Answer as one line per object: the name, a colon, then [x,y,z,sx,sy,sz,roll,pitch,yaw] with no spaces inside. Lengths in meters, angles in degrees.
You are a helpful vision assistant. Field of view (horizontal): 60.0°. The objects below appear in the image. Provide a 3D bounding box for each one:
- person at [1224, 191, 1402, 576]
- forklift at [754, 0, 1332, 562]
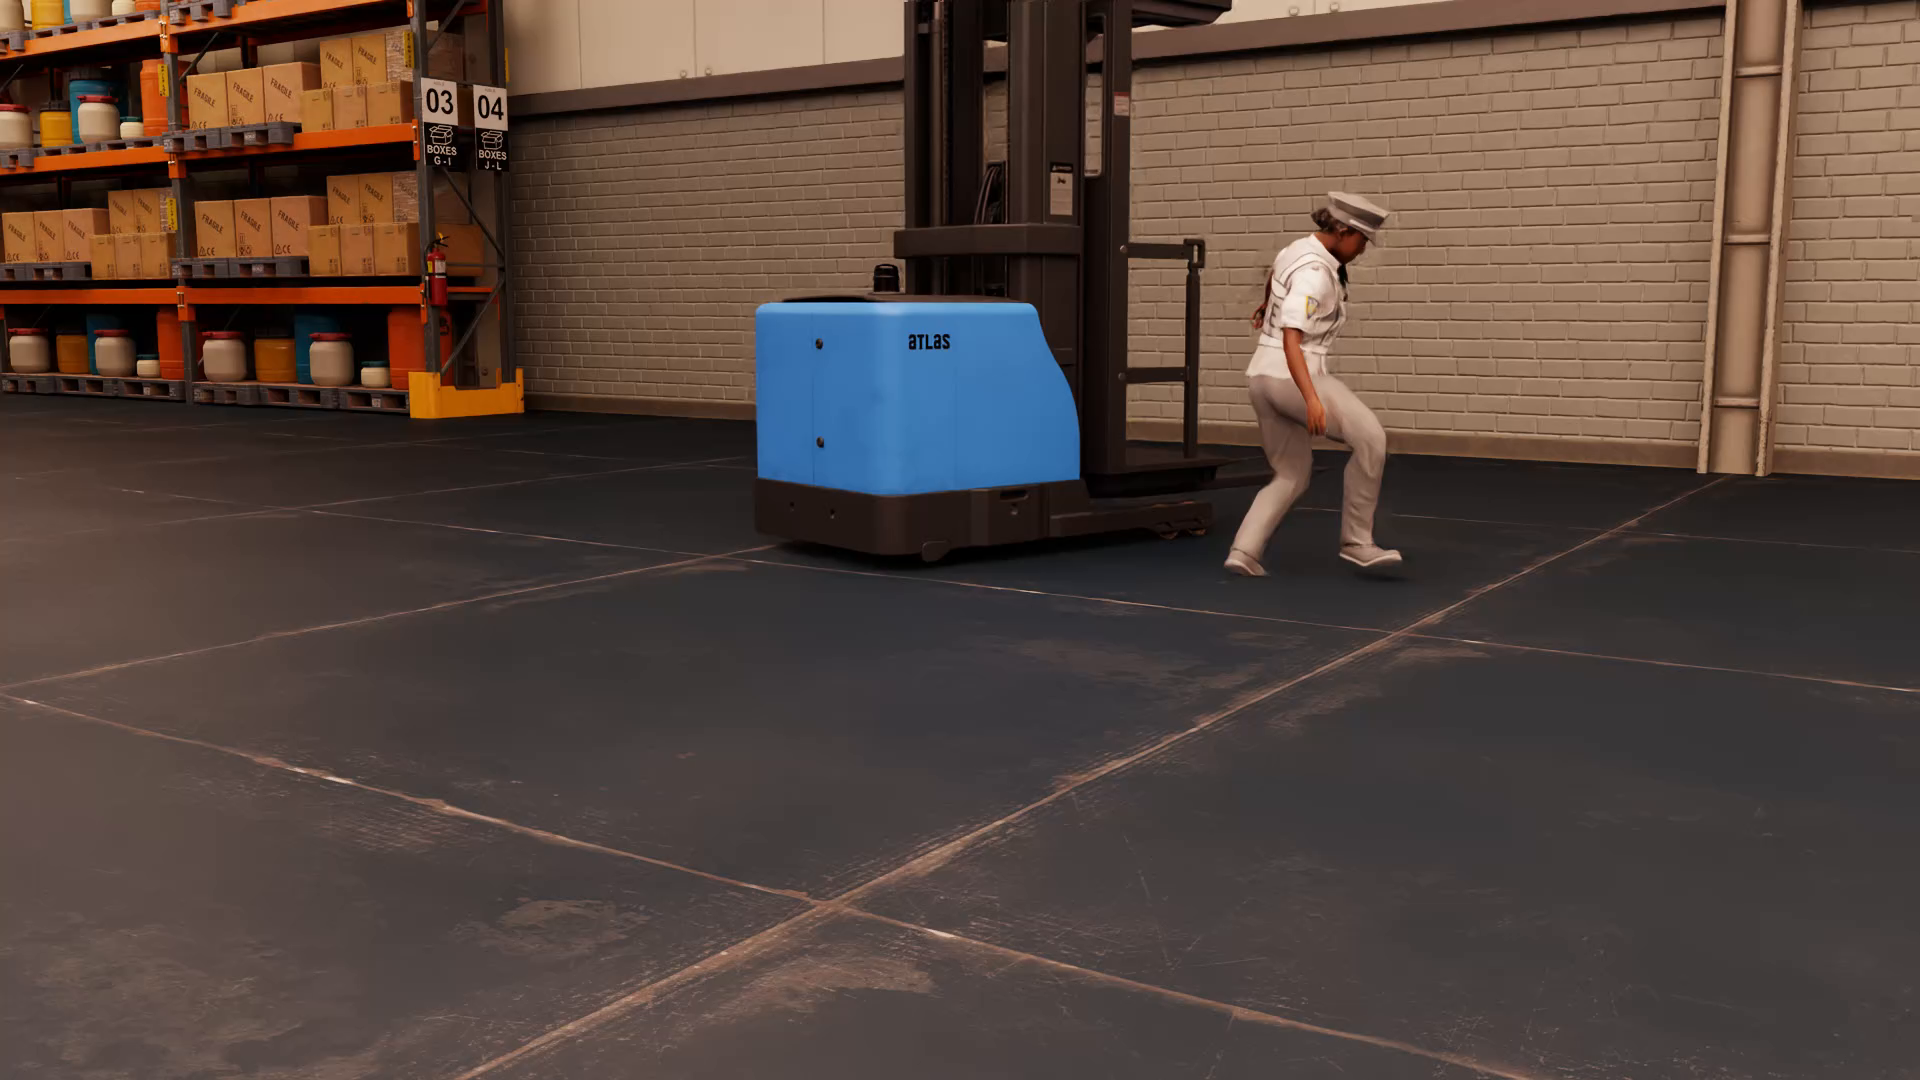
person: [1.370,-0.591,6.704,0.634,1.580,1.116,0,8,0]
forklift: [0.550,-1.504,7.770,3.031,2.935,1.130,-7,10,-39]
